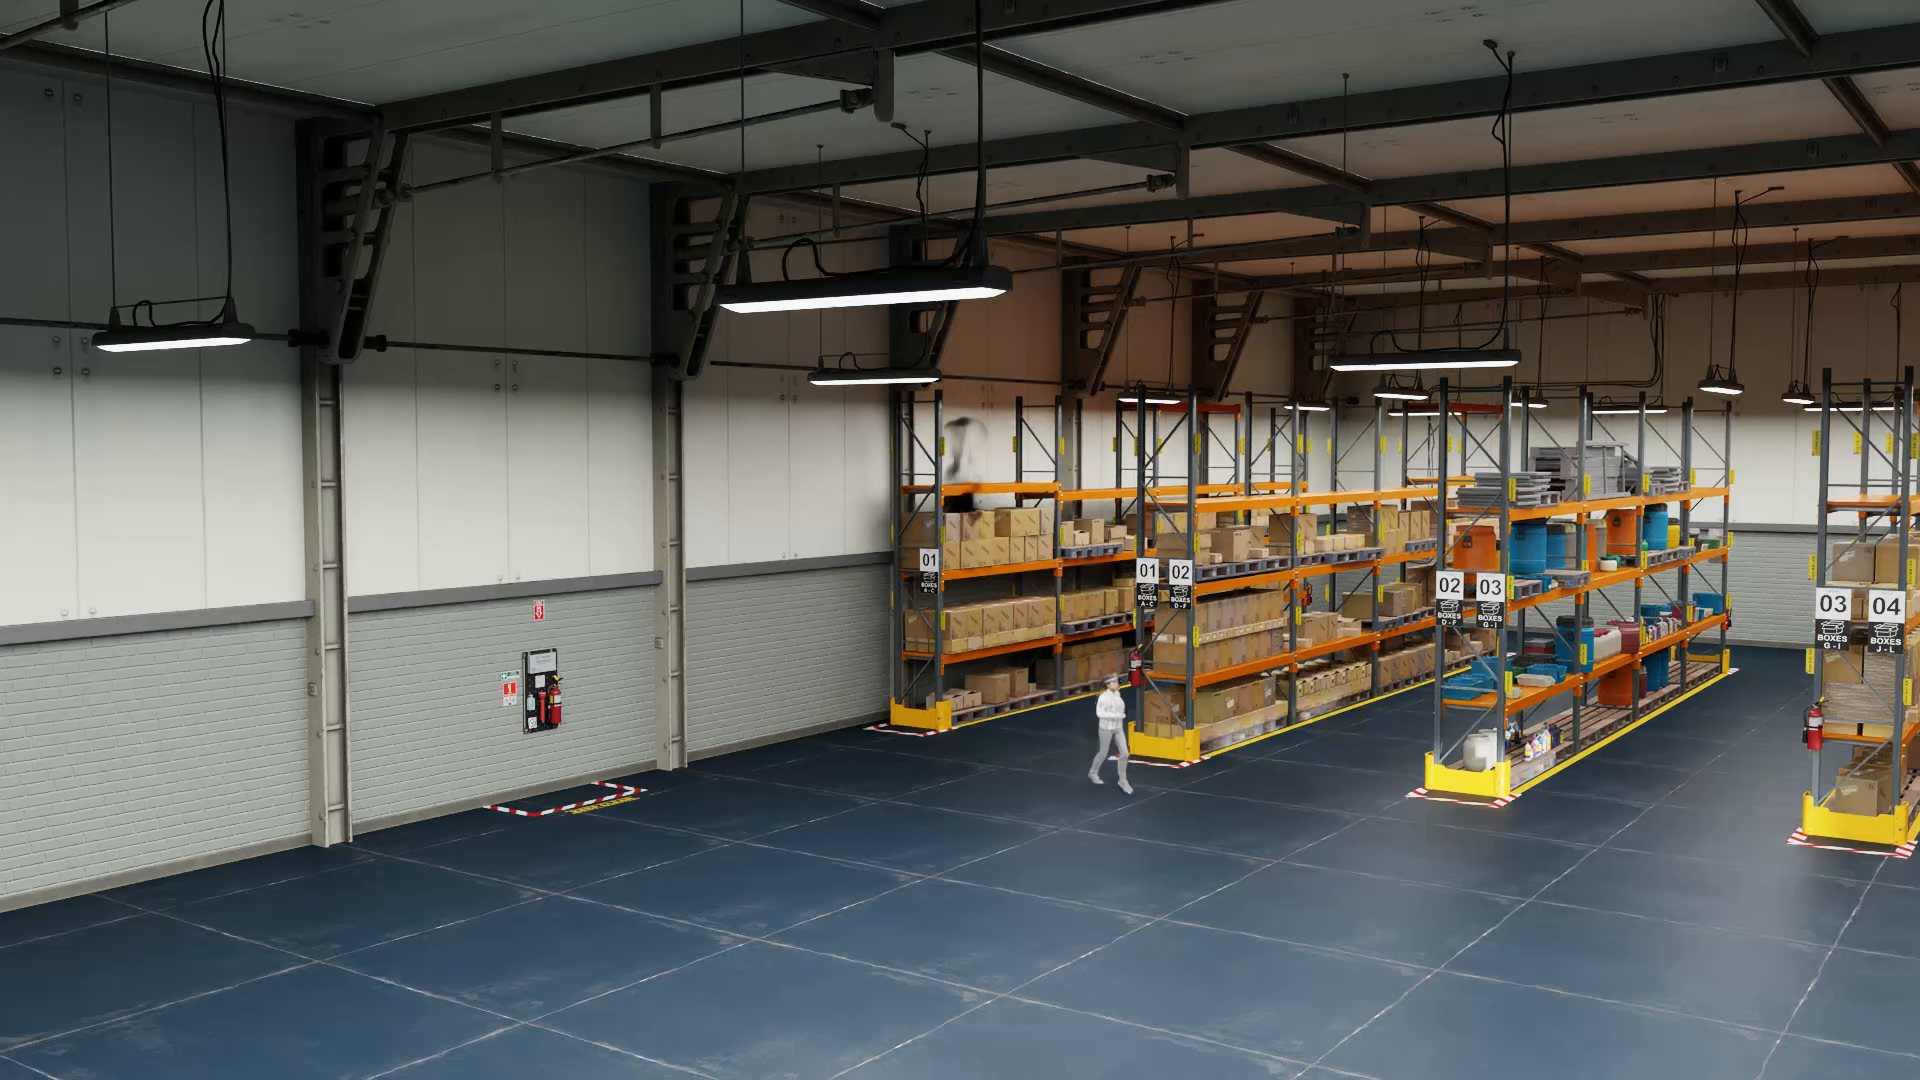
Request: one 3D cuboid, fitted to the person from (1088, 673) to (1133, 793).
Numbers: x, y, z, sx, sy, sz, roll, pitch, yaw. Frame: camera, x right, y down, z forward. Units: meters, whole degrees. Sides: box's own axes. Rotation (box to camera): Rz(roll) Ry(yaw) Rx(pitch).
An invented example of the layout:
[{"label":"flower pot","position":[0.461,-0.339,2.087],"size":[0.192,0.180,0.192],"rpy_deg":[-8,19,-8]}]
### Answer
[{"label":"person","position":[2.169,2.787,24.226],"size":[0.599,1.743,0.779],"rpy_deg":[-2,4,-37]}]
